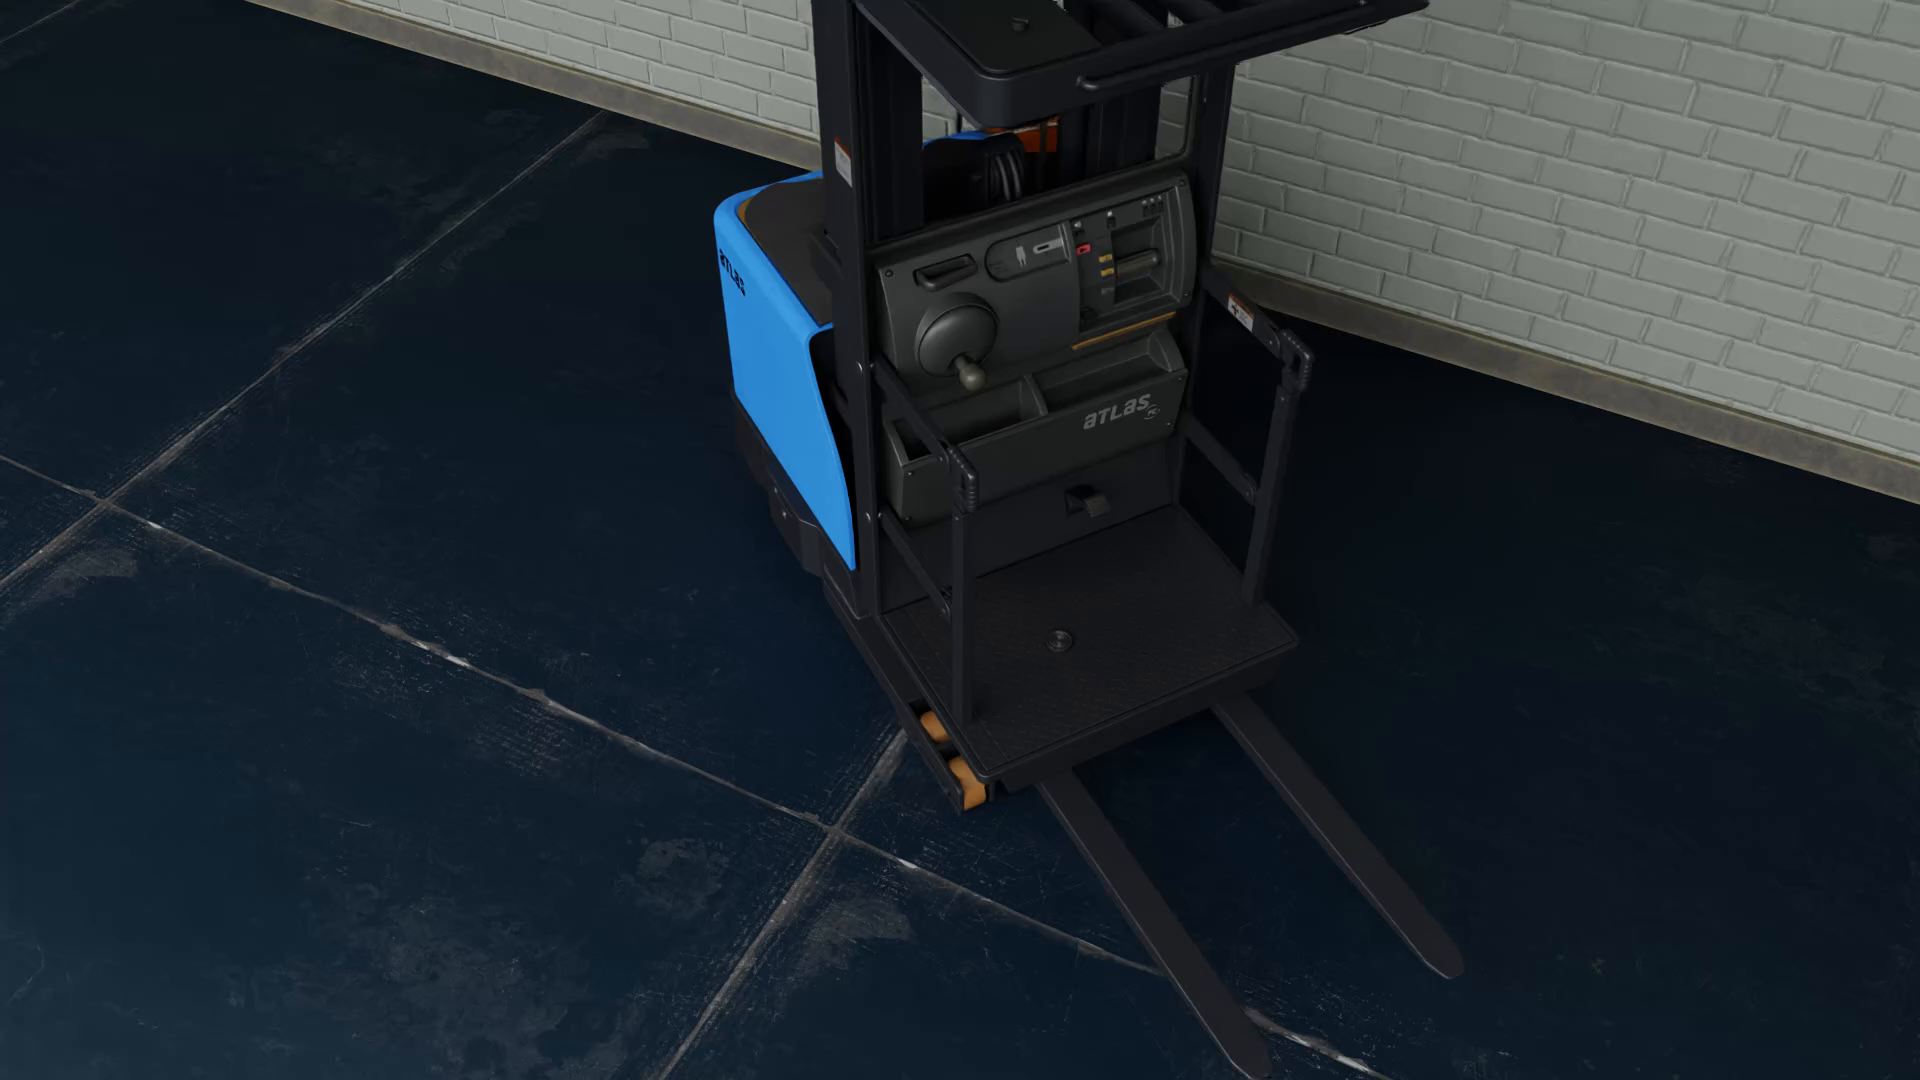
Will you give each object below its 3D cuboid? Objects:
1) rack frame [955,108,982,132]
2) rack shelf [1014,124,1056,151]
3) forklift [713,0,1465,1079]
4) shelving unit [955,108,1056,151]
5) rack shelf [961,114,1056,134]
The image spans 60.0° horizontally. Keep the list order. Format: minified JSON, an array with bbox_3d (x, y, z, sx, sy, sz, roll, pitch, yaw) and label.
[{"bbox_3d":[0.030,-1.197,6.089,0.015,1.200,0.240,-15,47,-14],"label":"rack frame"},{"bbox_3d":[0.259,-1.367,6.037,0.480,0.148,0.258,-15,47,-14],"label":"rack shelf"},{"bbox_3d":[0.322,-0.597,4.279,1.130,2.935,3.031,-20,49,-19],"label":"forklift"},{"bbox_3d":[0.259,-1.257,6.148,0.503,1.200,0.258,-15,47,-14],"label":"shelving unit"},{"bbox_3d":[0.259,-1.534,5.869,0.480,0.148,0.258,-15,47,-14],"label":"rack shelf"}]
